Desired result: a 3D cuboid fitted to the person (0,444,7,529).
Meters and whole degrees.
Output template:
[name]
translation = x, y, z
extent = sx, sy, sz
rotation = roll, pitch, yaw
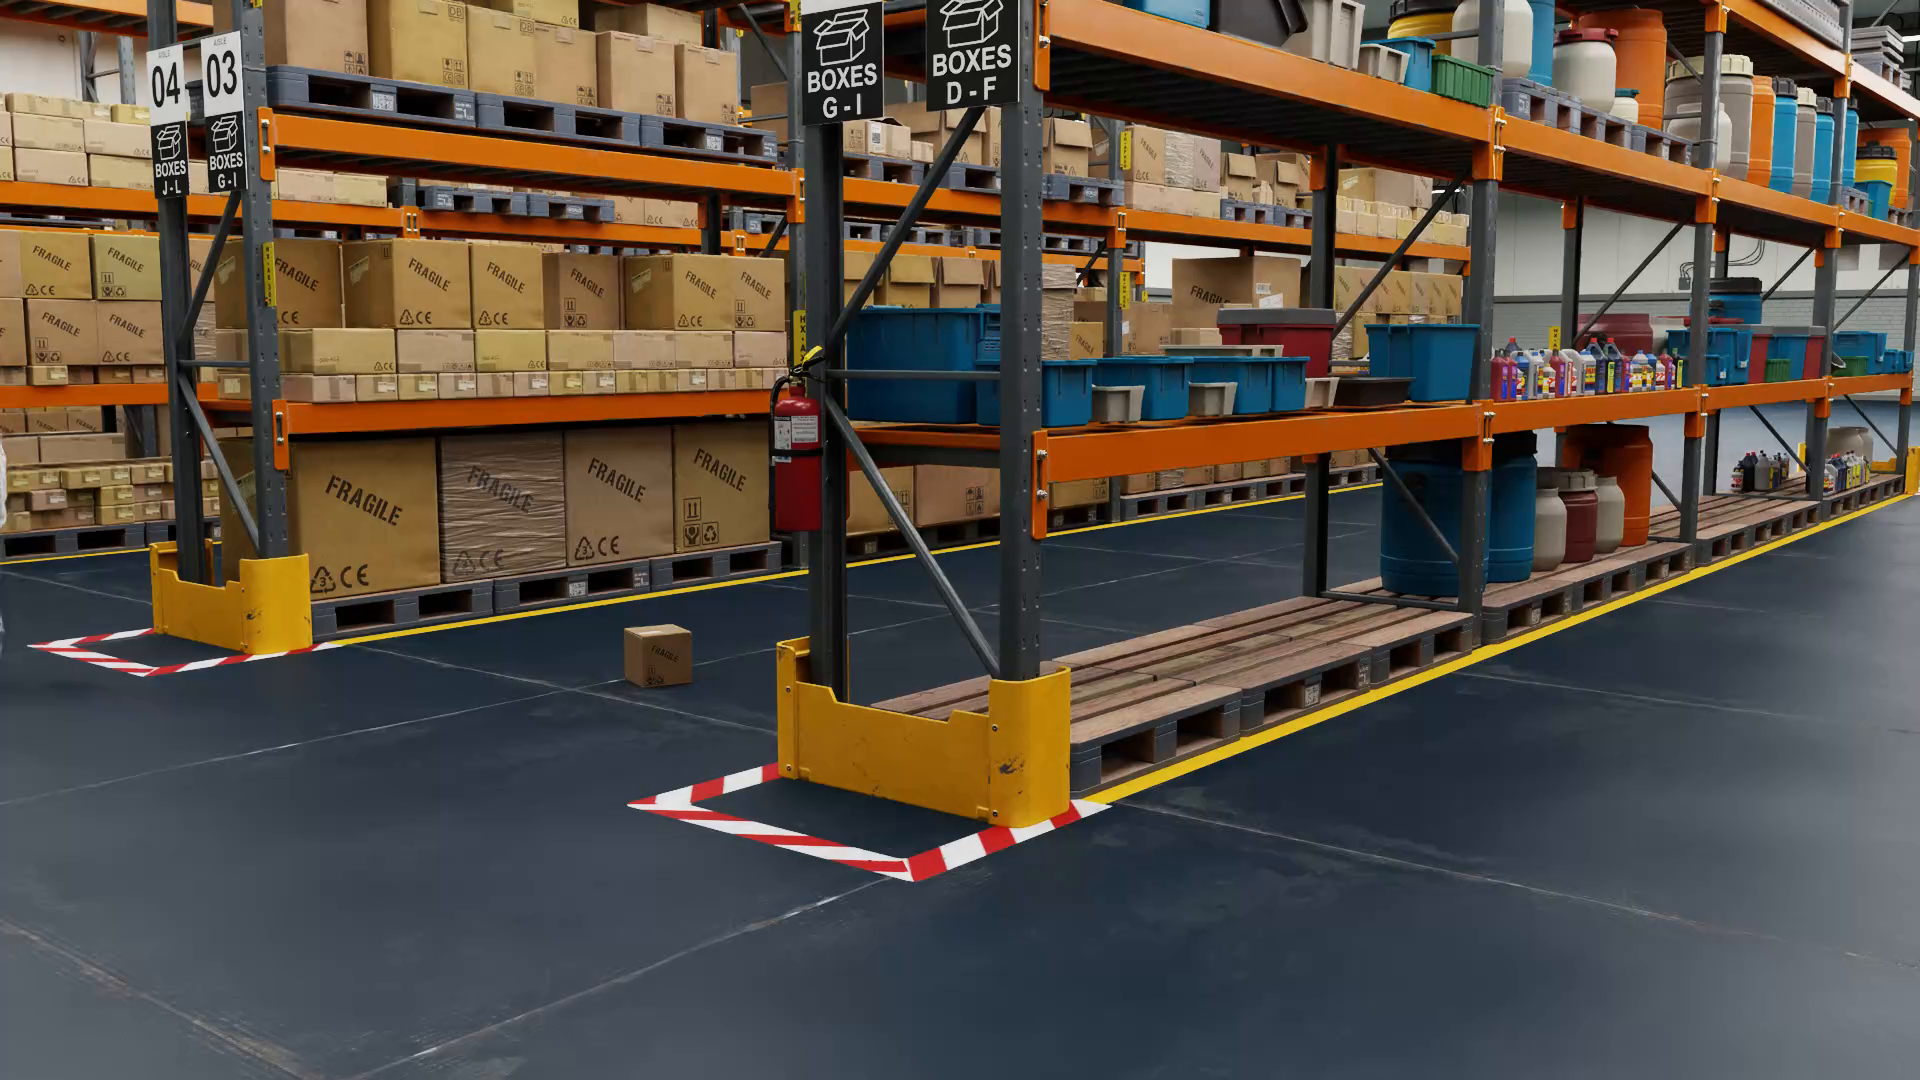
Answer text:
[person]
translation = -5.218, -0.228, 8.467
extent = 0.987, 1.625, 0.508
rotation = 4, 8, 33
